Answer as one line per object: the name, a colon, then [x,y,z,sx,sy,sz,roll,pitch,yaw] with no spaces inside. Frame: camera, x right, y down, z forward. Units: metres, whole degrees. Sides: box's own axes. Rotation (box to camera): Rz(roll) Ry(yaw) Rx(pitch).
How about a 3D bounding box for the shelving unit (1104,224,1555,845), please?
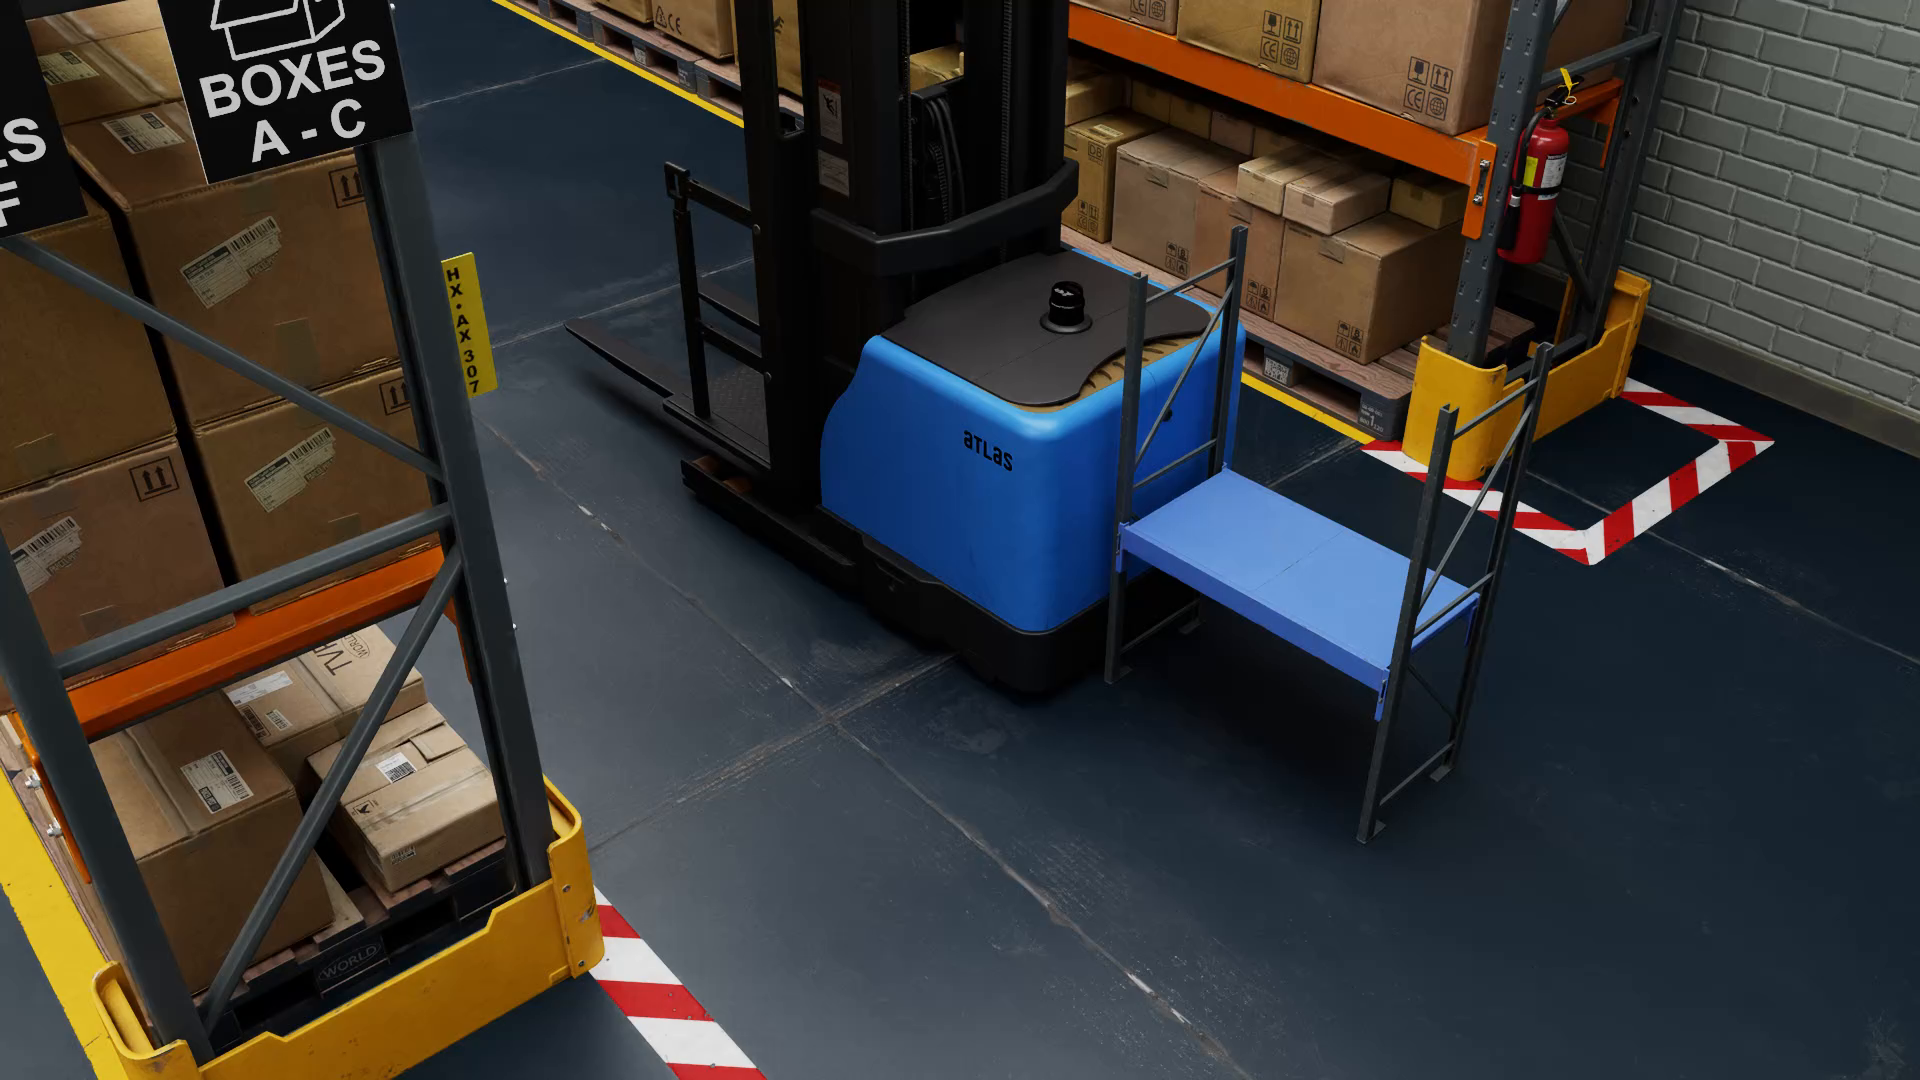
shelving unit: [1.025,-0.019,4.979,0.538,1.500,1.048,-29,44,-34]

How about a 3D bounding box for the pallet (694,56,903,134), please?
pallet: [-0.825,-2.684,9.857,1.003,0.211,1.213,-26,43,-32]

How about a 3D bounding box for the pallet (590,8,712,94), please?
pallet: [-1.617,-3.223,10.618,1.003,0.211,1.213,-26,43,-32]

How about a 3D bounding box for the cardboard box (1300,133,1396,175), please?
cardboard box: [1.689,-1.674,7.256,0.380,0.149,0.250,-26,43,-32]

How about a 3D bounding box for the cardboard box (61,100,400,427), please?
cardboard box: [-1.555,-0.637,3.602,0.500,0.500,0.500,-25,42,-30]

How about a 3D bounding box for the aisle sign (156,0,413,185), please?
aisle sign: [-1.202,-1.034,2.865,0.394,0.787,0.004,-26,43,-32]

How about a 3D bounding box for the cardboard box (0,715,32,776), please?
cardboard box: [-2.599,0.470,4.990,0.500,0.250,0.500,-26,43,-32]

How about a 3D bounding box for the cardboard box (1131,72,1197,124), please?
cardboard box: [1.034,-2.121,7.888,0.380,0.149,0.250,-27,43,-33]

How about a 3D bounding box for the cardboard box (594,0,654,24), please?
cardboard box: [-1.916,-3.806,10.526,0.750,0.750,0.750,-26,43,-32]

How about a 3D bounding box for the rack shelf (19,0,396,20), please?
rack shelf: [-2.761,-1.707,4.092,1.077,0.370,4.000,-26,43,-32]

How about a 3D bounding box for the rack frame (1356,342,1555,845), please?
rack frame: [1.377,0.193,4.680,0.500,1.500,0.032,-29,44,-34]

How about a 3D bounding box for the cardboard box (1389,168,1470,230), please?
cardboard box: [2.017,-1.450,6.941,0.380,0.149,0.250,-26,43,-31]

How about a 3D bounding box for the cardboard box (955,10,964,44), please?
cardboard box: [0.193,-2.695,8.698,0.380,0.149,0.250,-26,43,-32]

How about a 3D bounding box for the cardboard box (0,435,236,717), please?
cardboard box: [-1.967,-0.031,3.612,0.500,0.500,0.500,-25,42,-30]

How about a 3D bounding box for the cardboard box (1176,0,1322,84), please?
cardboard box: [1.497,-2.404,6.789,0.980,0.700,0.700,-26,43,-32]

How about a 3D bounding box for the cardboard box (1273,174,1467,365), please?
cardboard box: [1.783,-1.166,7.101,0.700,0.500,0.500,-26,43,-32]

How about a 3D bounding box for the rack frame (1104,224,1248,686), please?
rack frame: [0.673,-0.231,5.278,0.500,1.500,0.032,-29,44,-34]

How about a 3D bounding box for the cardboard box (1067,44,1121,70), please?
cardboard box: [0.705,-2.347,8.206,0.380,0.149,0.250,-28,44,-33]

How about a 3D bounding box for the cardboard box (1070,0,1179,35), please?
cardboard box: [1.012,-2.744,7.270,0.980,0.700,0.700,-28,44,-34]

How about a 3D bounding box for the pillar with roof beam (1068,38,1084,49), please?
pillar with roof beam: [-2.446,-4.365,4.628,9.100,9.000,0.400,-26,43,-32]

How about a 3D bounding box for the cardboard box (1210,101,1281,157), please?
cardboard box: [1.364,-1.896,7.570,0.380,0.149,0.250,-25,42,-31]

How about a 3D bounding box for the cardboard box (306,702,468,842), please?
cardboard box: [-1.639,0.659,4.794,0.380,0.166,0.250,-26,43,-32]

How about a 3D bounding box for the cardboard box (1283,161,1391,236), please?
cardboard box: [1.561,-1.420,6.897,0.380,0.149,0.250,-27,43,-32]

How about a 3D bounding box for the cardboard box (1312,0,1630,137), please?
cardboard box: [1.975,-2.087,6.342,0.980,0.700,0.700,-24,42,-30]

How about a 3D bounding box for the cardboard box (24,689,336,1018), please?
cardboard box: [-2.009,0.799,4.309,0.500,0.500,0.500,-26,43,-32]

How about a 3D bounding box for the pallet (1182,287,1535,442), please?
pallet: [1.736,-0.929,7.379,1.003,0.211,1.213,-26,43,-32]

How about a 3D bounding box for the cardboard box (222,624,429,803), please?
cardboard box: [-1.927,0.482,4.972,0.500,0.250,0.500,-26,43,-32]

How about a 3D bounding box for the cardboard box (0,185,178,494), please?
cardboard box: [-1.967,-0.437,3.319,0.500,0.500,0.500,-26,43,-32]

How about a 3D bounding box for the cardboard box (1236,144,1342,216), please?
cardboard box: [1.396,-1.532,7.056,0.380,0.149,0.250,-25,42,-31]

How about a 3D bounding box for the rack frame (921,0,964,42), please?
rack frame: [-0.270,-3.509,8.609,1.000,3.000,0.127,-26,43,-32]

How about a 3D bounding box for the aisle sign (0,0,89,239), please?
aisle sign: [-1.660,-0.810,2.550,0.394,0.787,0.004,-26,43,-32]

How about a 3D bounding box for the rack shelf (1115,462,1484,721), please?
rack shelf: [1.025,0.128,5.083,0.538,0.185,1.000,-29,44,-34]

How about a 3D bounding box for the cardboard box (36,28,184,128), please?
cardboard box: [-1.898,-0.865,3.924,0.500,0.500,0.500,-26,43,-31]

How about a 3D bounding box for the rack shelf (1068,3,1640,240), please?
rack shelf: [1.021,-2.332,7.571,1.077,0.370,4.000,-26,43,-32]

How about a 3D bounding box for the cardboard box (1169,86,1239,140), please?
cardboard box: [1.197,-2.009,7.730,0.380,0.149,0.250,-26,43,-31]

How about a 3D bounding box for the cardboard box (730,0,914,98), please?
cardboard box: [-0.788,-3.042,9.446,0.750,0.750,0.750,-25,43,-31]

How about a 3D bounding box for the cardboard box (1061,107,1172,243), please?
cardboard box: [0.786,-1.841,8.054,0.700,0.500,0.500,-25,42,-31]

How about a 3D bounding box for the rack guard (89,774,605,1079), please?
rack guard: [-1.519,1.093,4.275,1.175,0.500,0.348,-26,43,-32]

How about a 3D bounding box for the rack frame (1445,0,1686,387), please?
rack frame: [2.312,-1.743,6.116,1.000,3.000,0.127,-26,43,-32]

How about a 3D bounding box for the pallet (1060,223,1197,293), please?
pallet: [0.953,-1.467,8.139,1.003,0.211,1.213,-26,43,-32]

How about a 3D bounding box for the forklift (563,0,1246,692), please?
forklift: [-0.432,-1.457,5.771,1.130,2.935,3.031,-29,44,-34]

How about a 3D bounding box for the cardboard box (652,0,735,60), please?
cardboard box: [-1.364,-3.433,9.999,0.750,0.750,0.750,-25,42,-30]

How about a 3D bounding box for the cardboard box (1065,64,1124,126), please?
cardboard box: [0.553,-2.107,7.868,0.380,0.149,0.250,-27,44,-33]

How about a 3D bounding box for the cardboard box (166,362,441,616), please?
cardboard box: [-1.555,-0.229,3.891,0.500,0.500,0.500,-25,42,-31]

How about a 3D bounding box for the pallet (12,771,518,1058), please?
pallet: [-2.034,0.859,4.855,1.003,0.211,1.213,-26,43,-32]

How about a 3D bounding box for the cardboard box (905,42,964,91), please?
cardboard box: [0.135,-2.292,8.690,0.700,0.500,0.500,-25,43,-31]

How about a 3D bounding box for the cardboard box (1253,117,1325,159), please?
cardboard box: [1.528,-1.784,7.412,0.380,0.149,0.250,-26,43,-31]

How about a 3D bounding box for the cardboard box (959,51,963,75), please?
cardboard box: [0.216,-2.337,8.193,0.380,0.149,0.250,-24,42,-30]

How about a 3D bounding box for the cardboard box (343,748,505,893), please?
cardboard box: [-1.478,0.777,4.644,0.380,0.149,0.250,-26,43,-32]

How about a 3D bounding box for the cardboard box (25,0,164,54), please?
cardboard box: [-2.217,-1.088,4.239,0.500,0.500,0.500,-25,42,-31]

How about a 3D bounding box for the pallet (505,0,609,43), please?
pallet: [-2.400,-3.761,11.378,1.003,0.211,1.213,-26,43,-32]

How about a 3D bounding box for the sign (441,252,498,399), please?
sign: [-1.056,-0.450,3.540,0.100,0.325,0.005,-26,43,-32]

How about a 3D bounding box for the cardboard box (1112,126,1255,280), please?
cardboard box: [1.135,-1.609,7.726,0.700,0.500,0.500,-28,44,-33]

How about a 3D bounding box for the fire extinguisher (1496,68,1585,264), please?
fire extinguisher: [2.056,-1.321,5.909,0.296,0.674,0.183,-26,43,-32]

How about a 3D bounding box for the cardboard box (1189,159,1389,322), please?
cardboard box: [1.461,-1.387,7.412,0.700,0.500,0.500,-26,43,-32]

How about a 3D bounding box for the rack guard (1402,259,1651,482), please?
rack guard: [2.327,-0.712,6.823,1.175,0.500,0.348,-26,43,-32]

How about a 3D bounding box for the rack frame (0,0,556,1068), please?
rack frame: [-1.470,0.106,3.505,1.000,3.000,0.127,-26,43,-32]

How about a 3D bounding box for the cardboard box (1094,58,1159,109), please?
cardboard box: [0.867,-2.235,8.048,0.380,0.149,0.250,-26,43,-31]

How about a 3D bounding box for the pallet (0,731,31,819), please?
pallet: [-2.818,0.321,5.615,1.003,0.211,1.213,-26,43,-32]

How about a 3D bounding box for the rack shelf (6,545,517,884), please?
rack shelf: [-2.761,-0.483,4.959,1.077,0.370,4.000,-26,43,-32]
